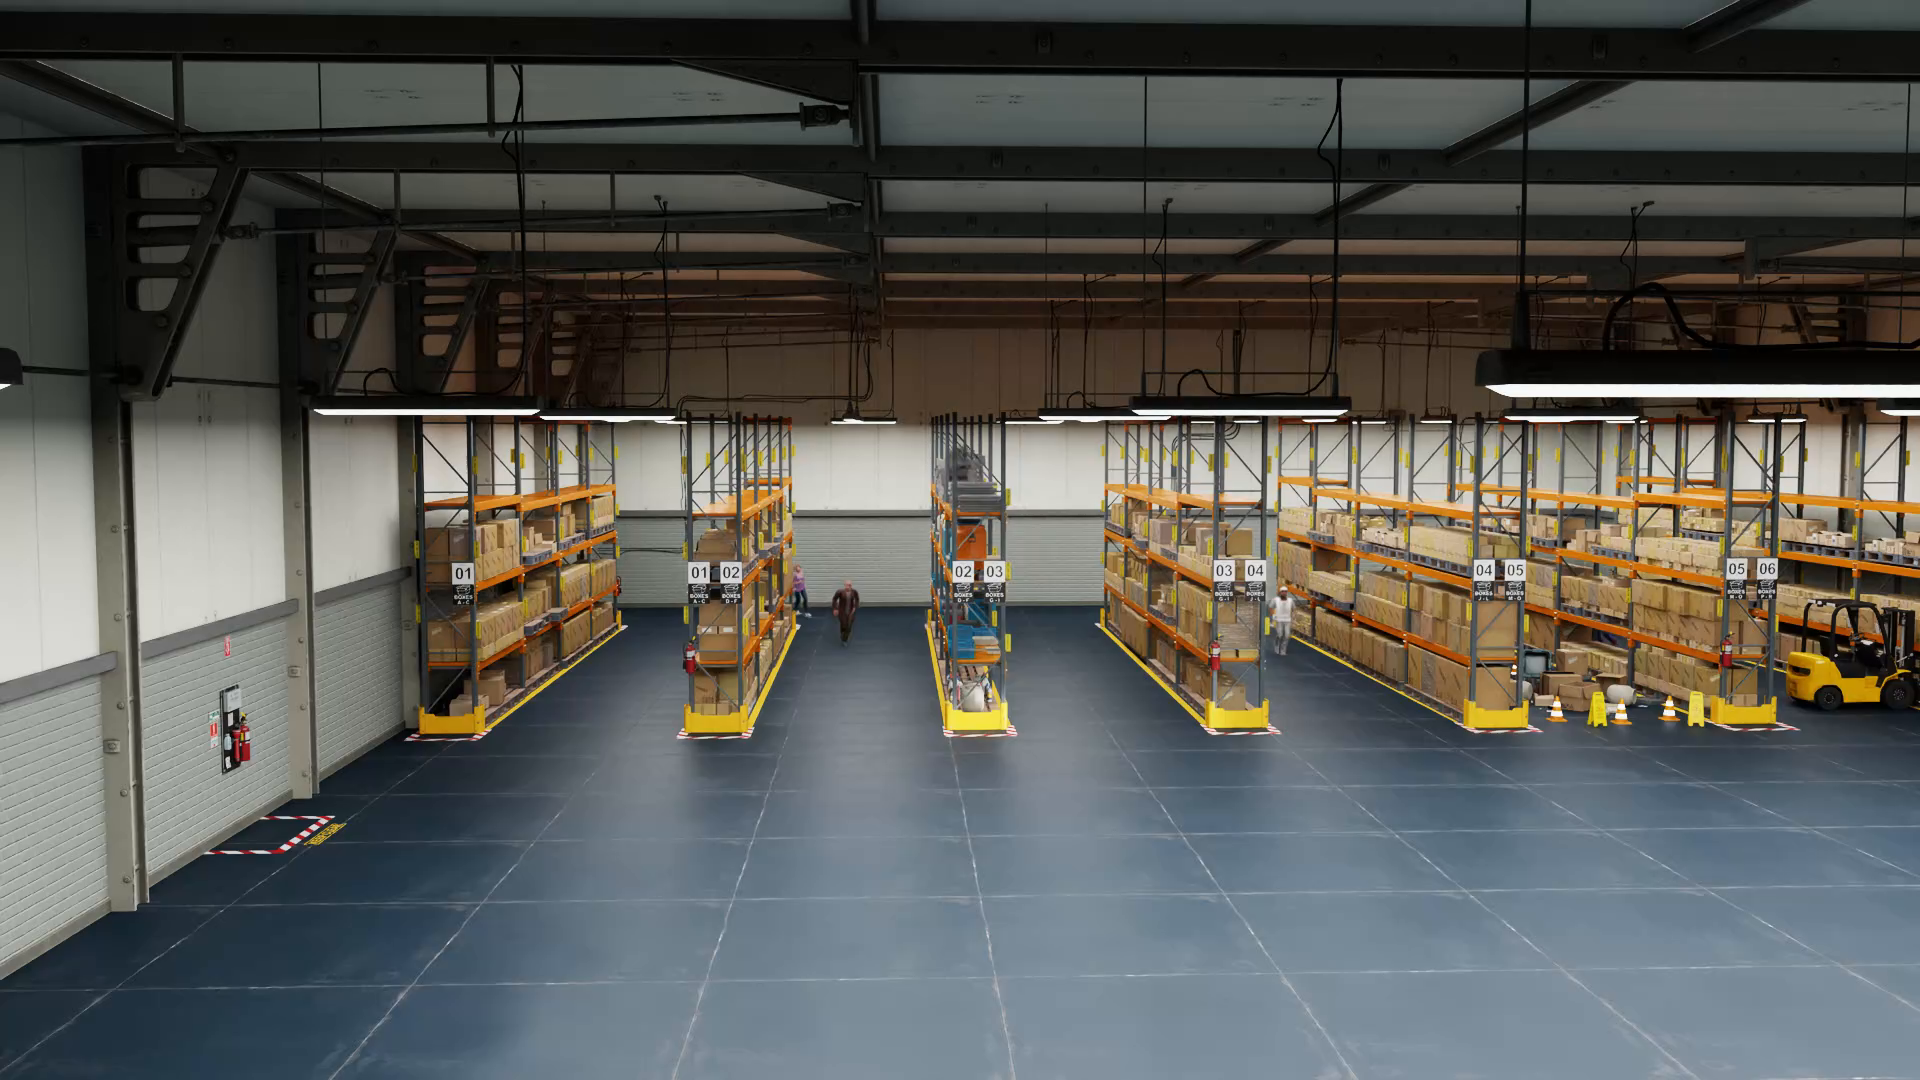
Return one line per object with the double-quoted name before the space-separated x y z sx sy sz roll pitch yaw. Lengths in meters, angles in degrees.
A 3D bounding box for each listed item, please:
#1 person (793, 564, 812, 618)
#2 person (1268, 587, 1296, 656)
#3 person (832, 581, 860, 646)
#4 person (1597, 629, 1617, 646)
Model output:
"person" -4.869 1.523 50.003 0.552 1.604 0.774 -3 5 -35
"person" 8.060 2.032 41.382 0.662 1.739 0.607 0 4 -5
"person" -2.999 1.906 43.616 0.715 1.713 0.709 -1 4 -20
"person" 16.557 2.044 42.656 0.609 1.580 0.702 -1 4 -13
